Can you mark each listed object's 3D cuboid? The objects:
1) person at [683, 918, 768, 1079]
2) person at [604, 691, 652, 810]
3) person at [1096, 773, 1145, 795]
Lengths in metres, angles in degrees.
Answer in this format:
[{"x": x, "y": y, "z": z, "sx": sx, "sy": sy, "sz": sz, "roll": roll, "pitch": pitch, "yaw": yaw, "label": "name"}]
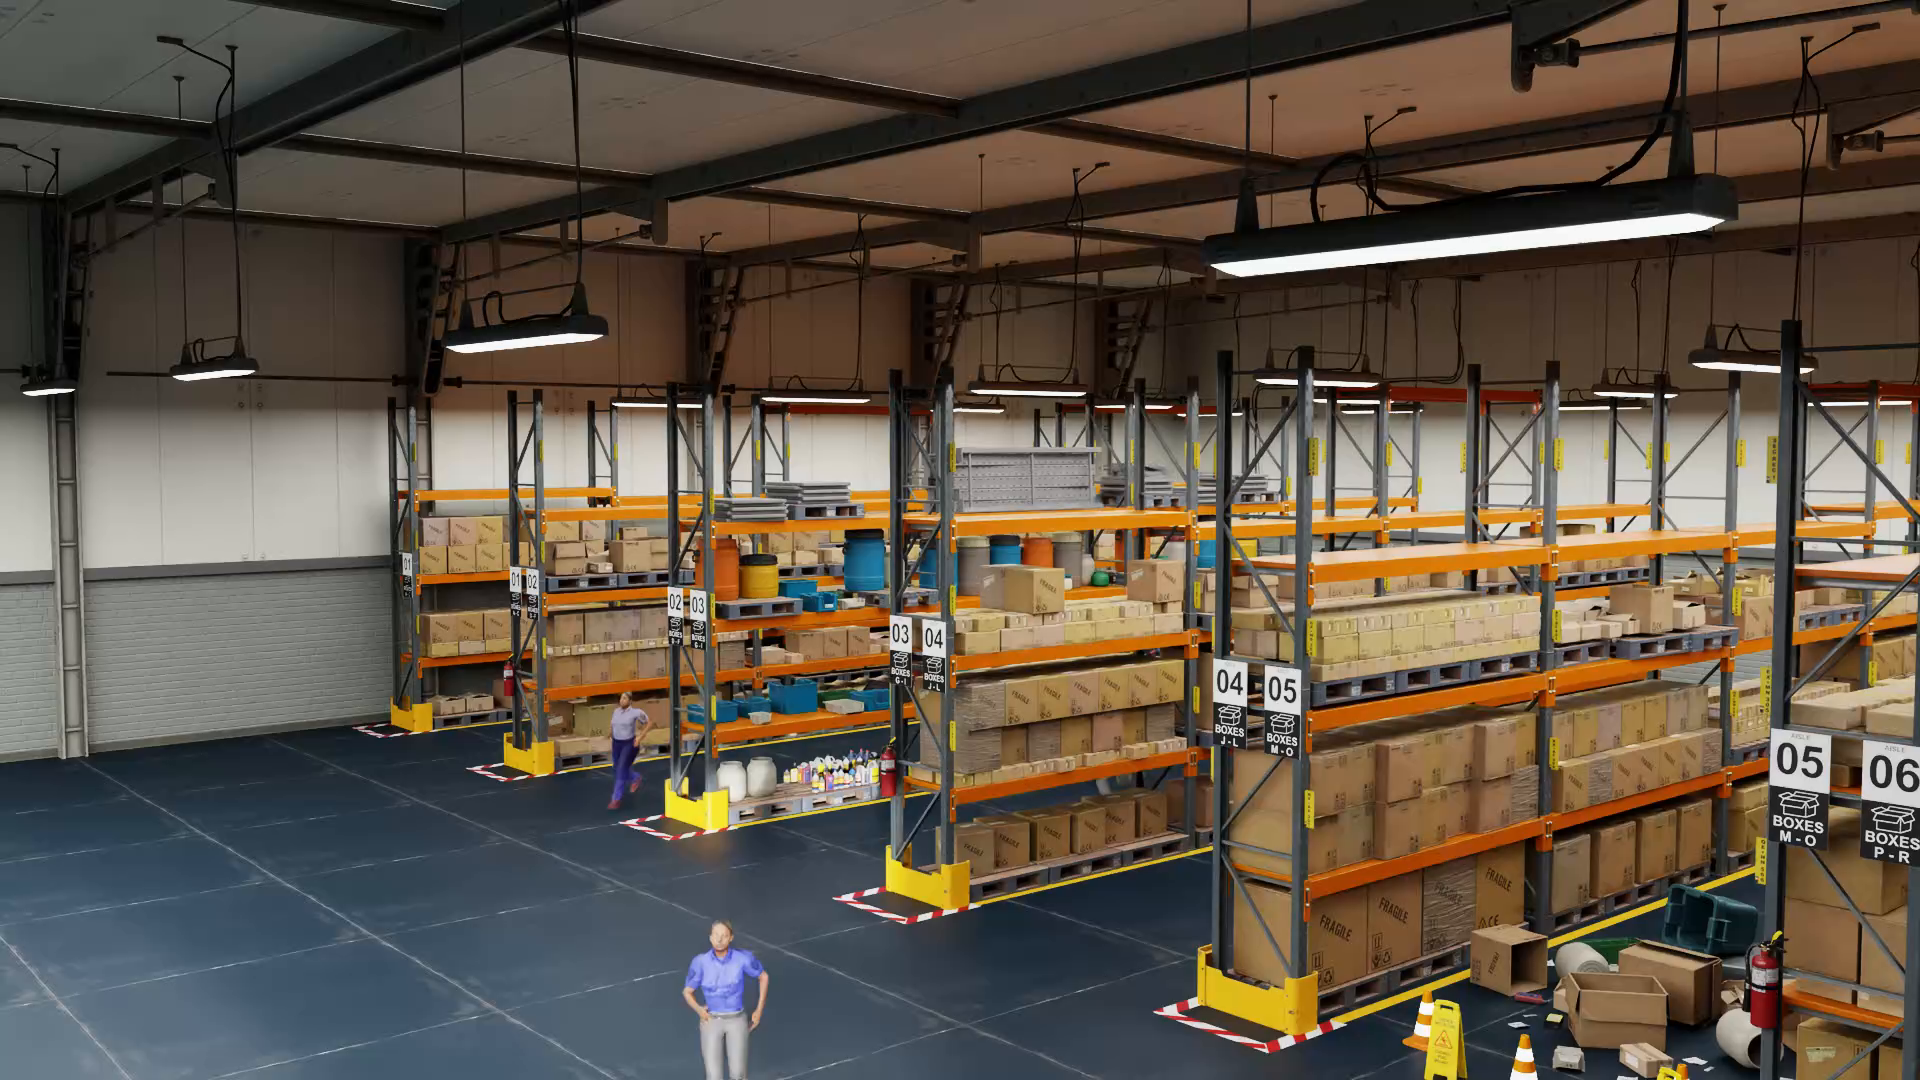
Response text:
[{"x": -1.748, "y": 3.631, "z": 12.336, "sx": 0.624, "sy": 1.624, "sz": 0.537, "roll": 0, "pitch": 3, "yaw": -2, "label": "person"}, {"x": -4.765, "y": 2.983, "z": 23.735, "sx": 0.646, "sy": 1.660, "sz": 0.809, "roll": 2, "pitch": 4, "yaw": 25, "label": "person"}, {"x": 2.218, "y": 2.956, "z": 23.306, "sx": 0.660, "sy": 1.767, "sz": 0.886, "roll": 3, "pitch": 5, "yaw": 43, "label": "person"}]
